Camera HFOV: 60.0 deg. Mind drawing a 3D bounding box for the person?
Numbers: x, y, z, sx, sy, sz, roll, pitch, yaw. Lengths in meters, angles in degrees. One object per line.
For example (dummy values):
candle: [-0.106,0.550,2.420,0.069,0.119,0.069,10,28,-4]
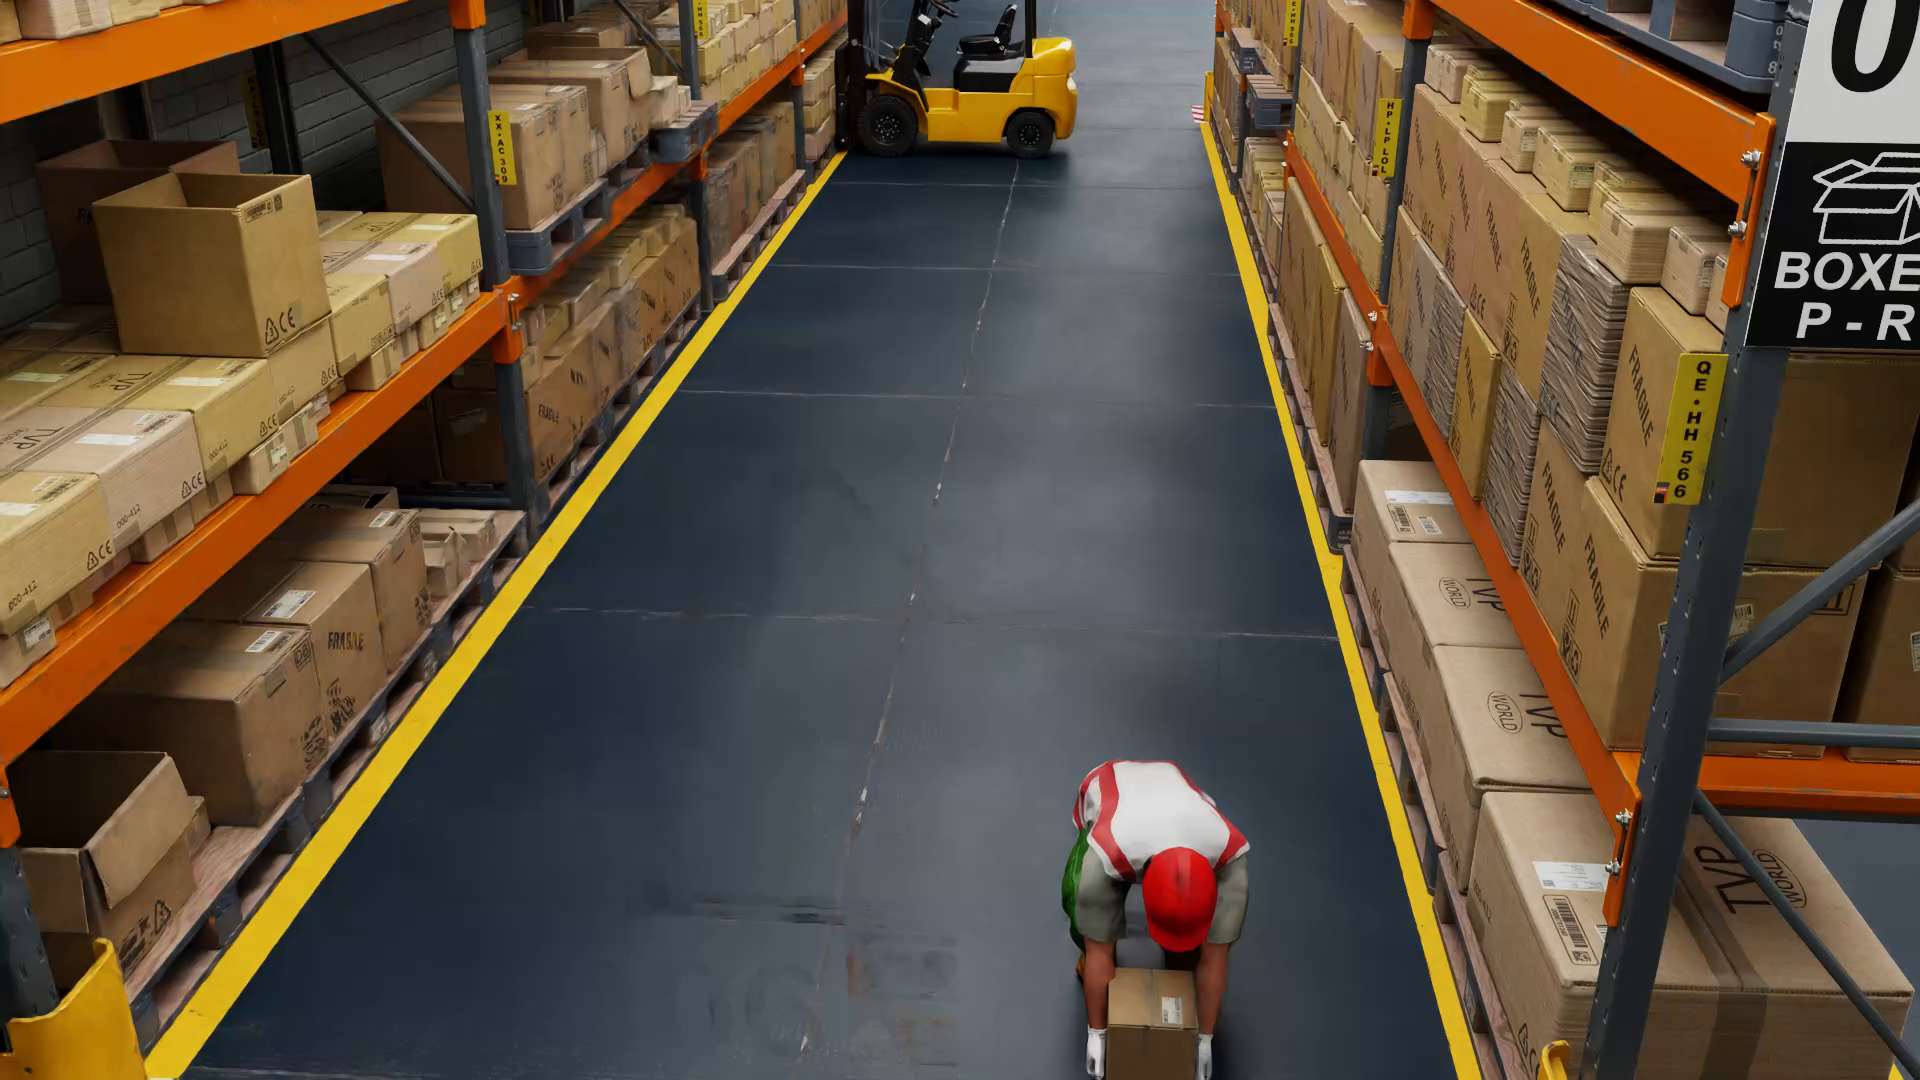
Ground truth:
person: [0.571,1.088,4.979,0.532,0.844,0.938,1,24,1]
